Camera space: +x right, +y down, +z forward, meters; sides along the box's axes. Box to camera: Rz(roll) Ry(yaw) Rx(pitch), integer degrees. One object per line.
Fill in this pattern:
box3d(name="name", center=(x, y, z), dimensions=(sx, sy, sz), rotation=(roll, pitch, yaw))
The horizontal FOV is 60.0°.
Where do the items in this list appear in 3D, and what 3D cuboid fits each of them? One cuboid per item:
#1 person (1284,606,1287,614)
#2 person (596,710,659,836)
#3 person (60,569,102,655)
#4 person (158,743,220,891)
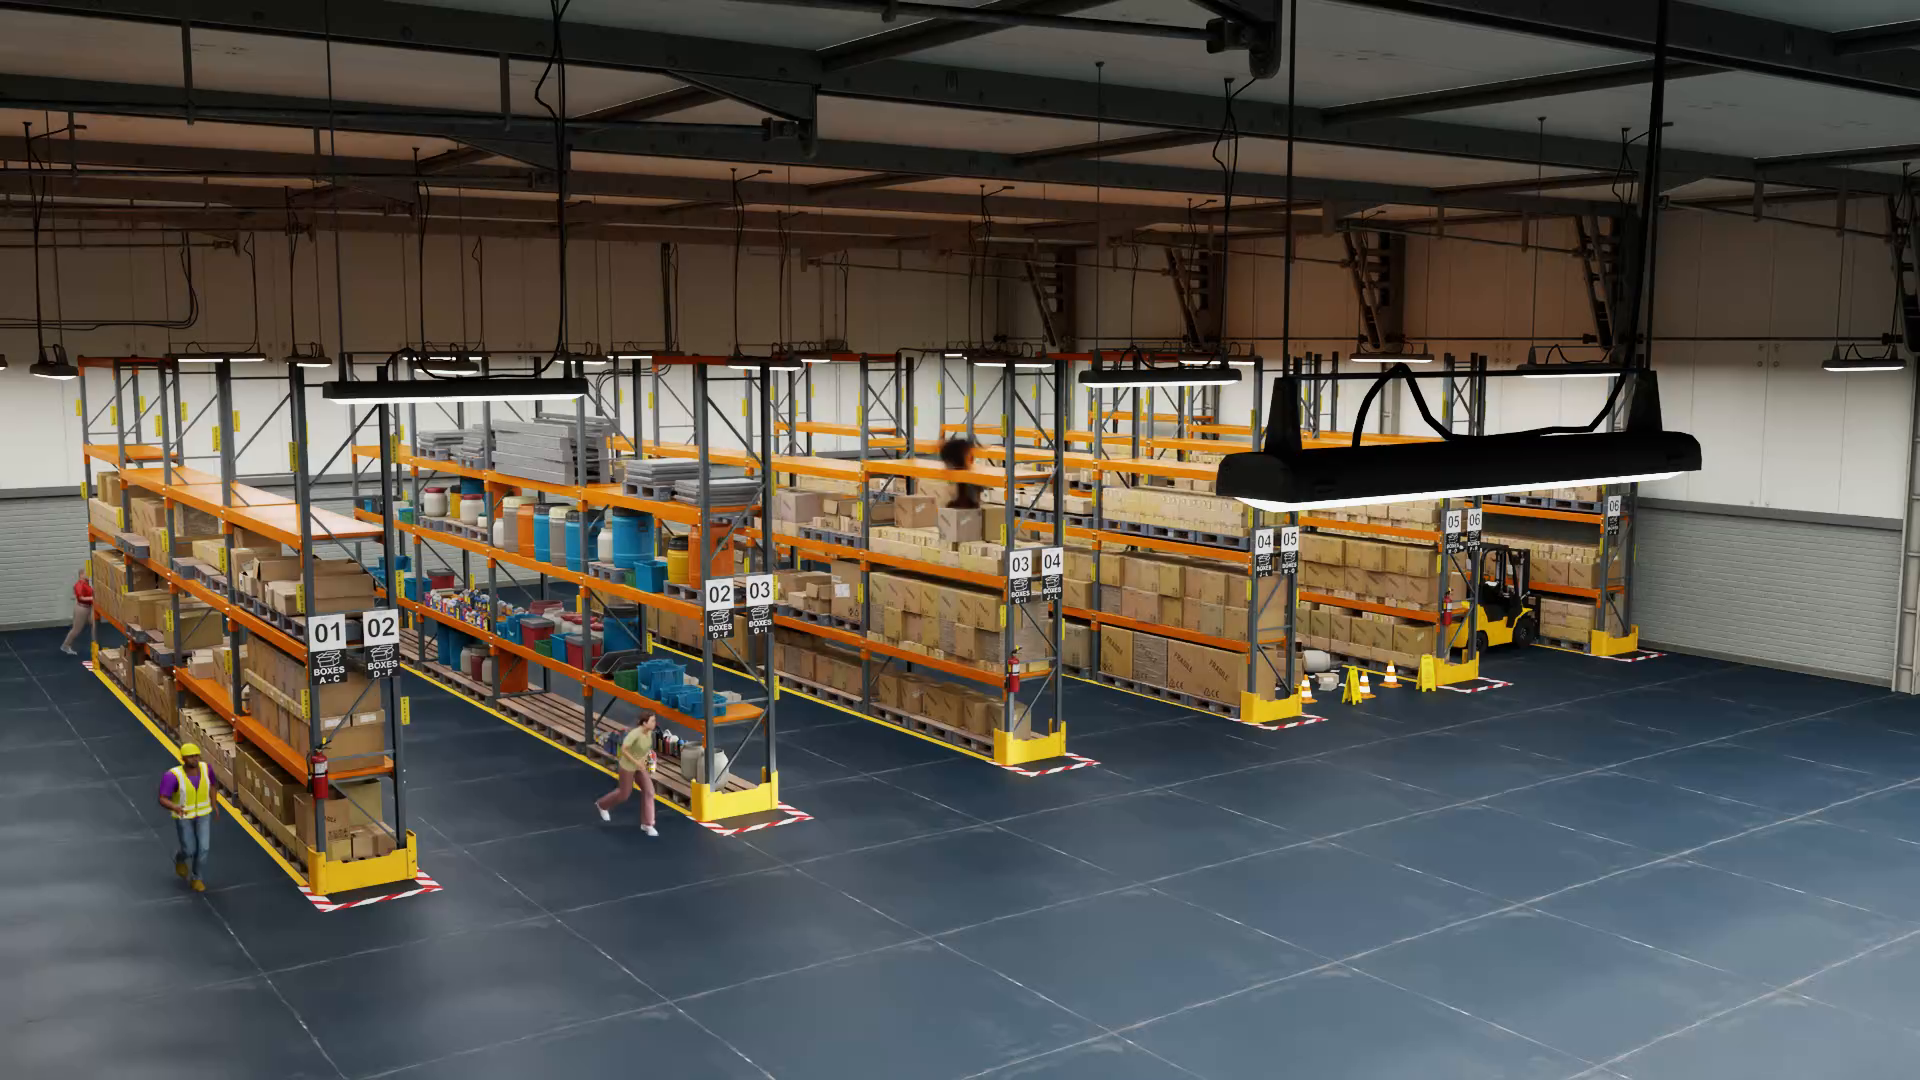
box3d(name="person", center=(7.090, 1.132, 36.350), dimensions=(0.764, 1.669, 0.551), rotation=(6, 9, 42))
box3d(name="person", center=(-4.283, 2.964, 21.420), dimensions=(0.997, 1.626, 0.601), rotation=(3, 7, 22))
box3d(name="person", center=(-17.467, 1.463, 33.128), dimensions=(0.888, 1.792, 0.642), rotation=(-1, 7, -9))
box3d(name="person", center=(-8.867, 3.178, 19.145), dimensions=(0.684, 1.738, 0.806), rotation=(-7, 10, -43))
